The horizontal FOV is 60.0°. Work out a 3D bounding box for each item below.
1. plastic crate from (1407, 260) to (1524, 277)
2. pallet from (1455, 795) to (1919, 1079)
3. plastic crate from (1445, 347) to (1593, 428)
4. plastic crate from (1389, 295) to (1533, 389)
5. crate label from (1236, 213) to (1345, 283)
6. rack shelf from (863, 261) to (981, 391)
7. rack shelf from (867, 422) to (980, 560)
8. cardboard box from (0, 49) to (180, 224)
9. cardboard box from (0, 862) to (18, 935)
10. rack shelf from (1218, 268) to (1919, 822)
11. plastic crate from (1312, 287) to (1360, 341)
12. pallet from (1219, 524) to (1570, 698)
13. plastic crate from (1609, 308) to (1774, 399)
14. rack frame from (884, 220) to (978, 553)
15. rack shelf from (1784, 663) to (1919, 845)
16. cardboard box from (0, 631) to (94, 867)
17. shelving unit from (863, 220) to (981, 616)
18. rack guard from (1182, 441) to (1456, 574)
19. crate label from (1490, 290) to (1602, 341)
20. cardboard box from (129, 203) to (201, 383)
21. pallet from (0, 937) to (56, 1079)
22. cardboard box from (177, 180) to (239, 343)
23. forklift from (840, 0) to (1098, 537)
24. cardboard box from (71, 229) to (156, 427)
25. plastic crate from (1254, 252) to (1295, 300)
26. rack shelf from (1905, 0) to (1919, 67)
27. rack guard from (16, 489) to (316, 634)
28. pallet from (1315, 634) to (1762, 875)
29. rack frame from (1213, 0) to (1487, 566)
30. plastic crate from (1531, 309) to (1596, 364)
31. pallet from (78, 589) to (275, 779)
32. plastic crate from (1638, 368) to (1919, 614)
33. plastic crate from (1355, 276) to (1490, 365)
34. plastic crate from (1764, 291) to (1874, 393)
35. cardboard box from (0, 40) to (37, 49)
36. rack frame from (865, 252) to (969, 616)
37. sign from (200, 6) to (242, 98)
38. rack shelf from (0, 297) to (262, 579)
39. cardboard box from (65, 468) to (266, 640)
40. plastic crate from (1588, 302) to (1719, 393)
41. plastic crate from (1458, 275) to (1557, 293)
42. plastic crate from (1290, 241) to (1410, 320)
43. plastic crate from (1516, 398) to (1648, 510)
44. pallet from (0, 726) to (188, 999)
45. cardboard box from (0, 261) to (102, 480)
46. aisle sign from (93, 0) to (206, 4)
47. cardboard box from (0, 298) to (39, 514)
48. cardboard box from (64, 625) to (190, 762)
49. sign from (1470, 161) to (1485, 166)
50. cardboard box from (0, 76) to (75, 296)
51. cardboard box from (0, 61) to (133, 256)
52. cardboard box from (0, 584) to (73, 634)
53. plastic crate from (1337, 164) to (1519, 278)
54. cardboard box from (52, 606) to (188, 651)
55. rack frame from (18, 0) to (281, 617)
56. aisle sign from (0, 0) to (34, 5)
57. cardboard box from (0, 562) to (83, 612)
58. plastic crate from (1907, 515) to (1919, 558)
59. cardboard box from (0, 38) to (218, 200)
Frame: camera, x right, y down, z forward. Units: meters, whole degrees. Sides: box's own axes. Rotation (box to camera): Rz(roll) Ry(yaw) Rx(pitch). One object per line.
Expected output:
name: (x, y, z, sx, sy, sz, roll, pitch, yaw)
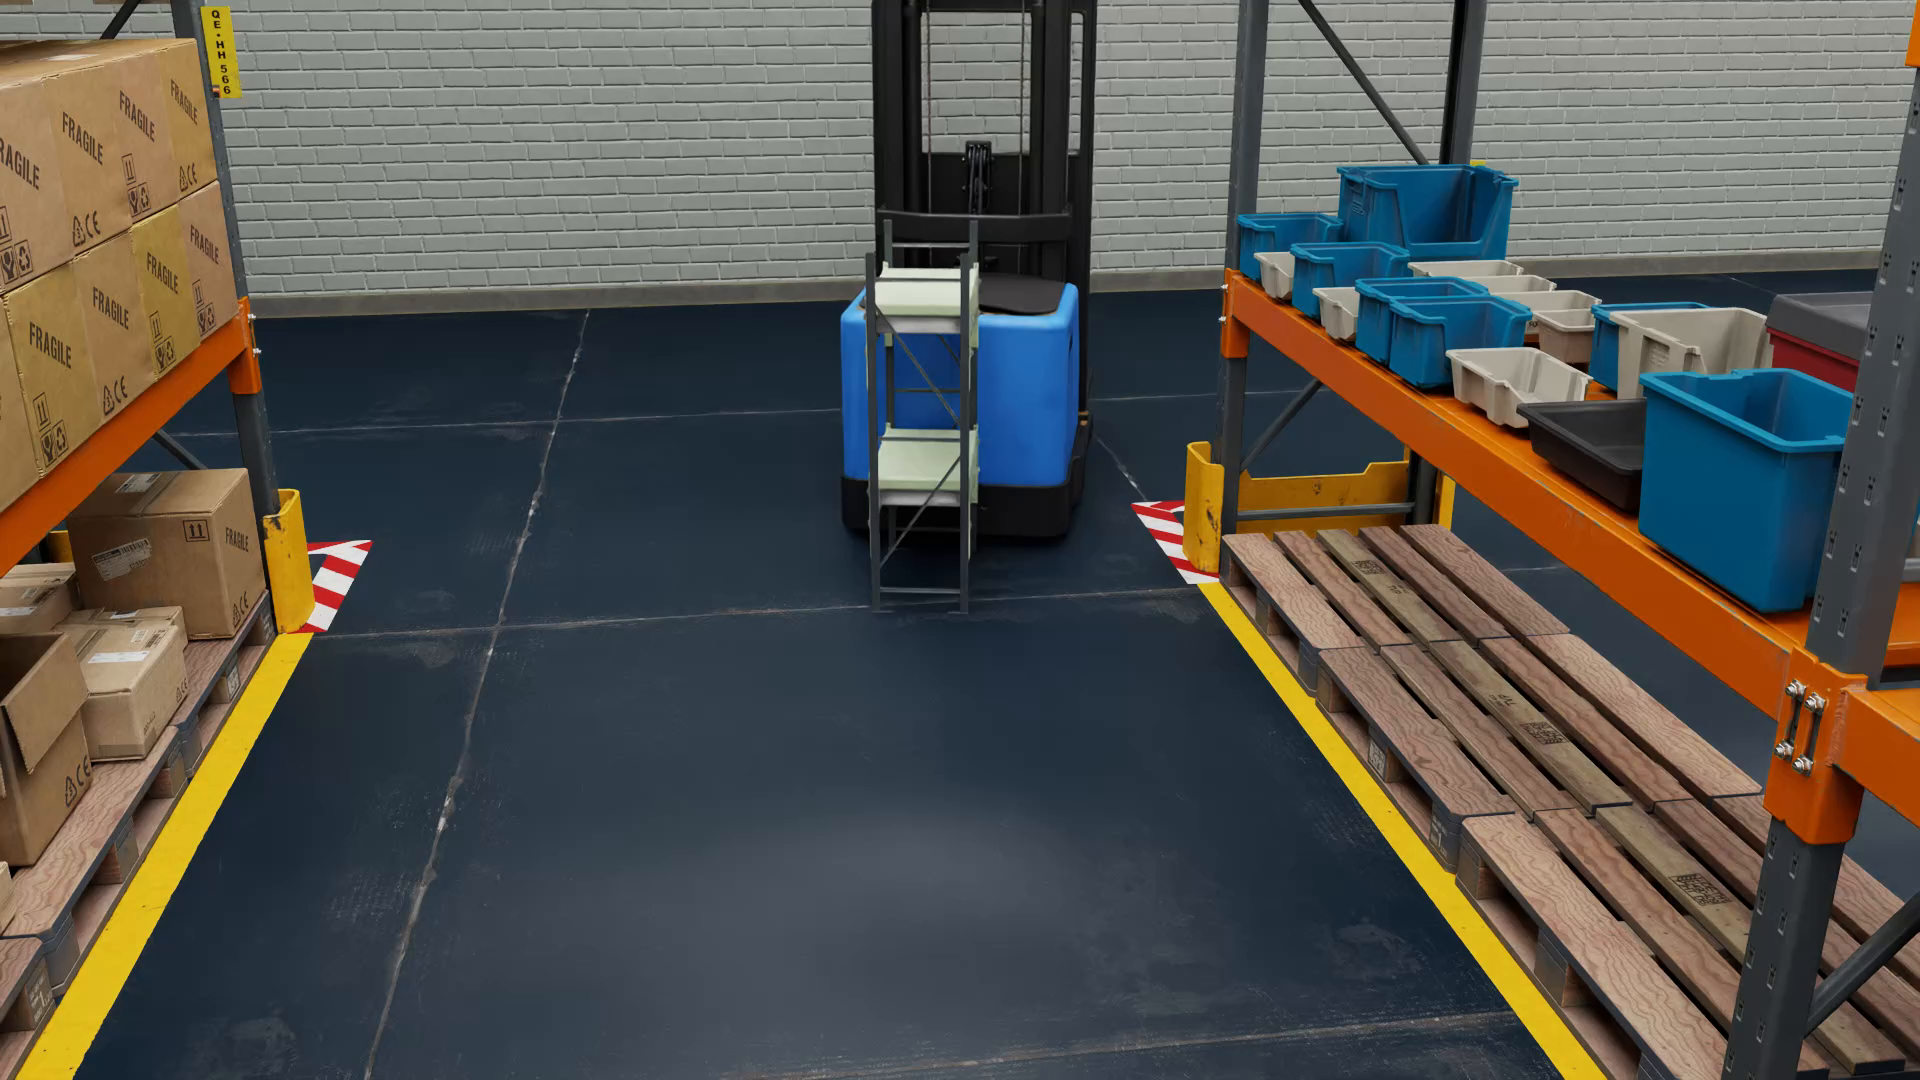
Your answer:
plastic crate: (1.921, -0.967, 6.310, 0.396, 0.136, 0.243, -3, 21, -8)
pallet: (2.056, 1.103, 4.462, 1.003, 0.211, 1.213, -3, 21, -8)
plastic crate: (1.652, -0.443, 4.907, 0.293, 0.136, 0.466, -3, 21, -8)
plastic crate: (1.567, -0.624, 5.253, 0.416, 0.233, 0.300, -3, 21, -8)
crate label: (1.334, -1.184, 6.751, 0.416, 0.233, 0.303, -3, 21, -8)
rack shelf: (-0.144, -0.891, 6.842, 0.431, 0.370, 0.720, 1, 21, 3)
rack shelf: (-0.144, -0.220, 7.092, 0.431, 0.370, 0.720, 1, 21, 3)
cardboard box: (-2.868, -1.288, 5.304, 0.500, 0.500, 0.500, -2, 21, -6)
cardboard box: (-2.682, 0.963, 4.270, 0.380, 0.166, 0.250, -3, 21, -8)
rack shelf: (1.913, -0.306, 5.278, 1.077, 0.370, 4.000, -3, 21, -8)
plastic crate: (1.396, -0.788, 5.831, 0.250, 0.136, 0.298, -3, 21, -8)
pallet: (1.705, 0.258, 6.724, 1.003, 0.211, 1.213, -3, 21, -8)
plastic crate: (2.163, -0.462, 4.749, 0.437, 0.282, 0.530, -3, 21, -8)
rack frame: (-0.124, -0.653, 7.321, 0.400, 1.500, 0.023, 1, 21, 3)
rack shelf: (2.489, 1.078, 1.570, 1.077, 0.370, 4.000, -3, 21, -8)
cardboard box: (-2.977, 0.611, 4.733, 0.797, 0.503, 0.637, -3, 21, -8)
shelving unit: (-0.144, -0.525, 6.978, 0.431, 1.500, 0.755, 1, 21, 3)
rack guard: (1.608, -0.173, 7.464, 1.175, 0.500, 0.348, -3, 21, -8)
crate label: (2.013, -0.771, 5.785, 0.396, 0.136, 0.243, -3, 21, -8)
cardboard box: (-2.866, -0.813, 5.464, 0.500, 0.500, 0.500, -3, 21, -7)
pallet: (-2.799, 1.366, 3.757, 1.003, 0.211, 1.213, -3, 21, -8)
cardboard box: (-2.944, -0.993, 5.945, 0.500, 0.500, 0.500, -2, 21, -6)
forklift: (0.146, -1.862, 8.513, 1.130, 2.935, 3.031, 2, 21, 7)
cardboard box: (-2.799, -0.640, 5.001, 0.500, 0.500, 0.500, -3, 21, -7)
plastic crate: (1.298, -1.023, 6.460, 0.250, 0.136, 0.298, -3, 21, -8)
rack shelf: (1.913, -1.712, 4.753, 1.077, 0.370, 4.000, -3, 21, -8)
rack guard: (-3.267, 0.110, 6.707, 1.175, 0.500, 0.348, -3, 21, -8)
pallet: (1.877, 0.679, 5.596, 1.003, 0.211, 1.213, -3, 21, -8)
rack frame: (1.624, -1.336, 7.006, 1.000, 3.000, 0.127, -3, 21, -8)
plastic crate: (2.074, -0.669, 5.513, 0.298, 0.136, 0.250, -3, 21, -8)
pallet: (-3.151, 0.521, 6.019, 1.003, 0.211, 1.213, -3, 21, -8)
plastic crate: (1.796, -0.116, 3.677, 0.392, 0.384, 0.575, -3, 21, -8)
plastic crate: (1.524, -0.728, 5.531, 0.416, 0.233, 0.300, -3, 21, -8)
plastic crate: (2.320, -0.331, 4.138, 0.402, 0.464, 0.583, -3, 21, -8)
cardboard box: (-3.475, -1.436, 5.701, 0.500, 0.500, 0.500, -2, 21, -6)
rack frame: (-0.164, -0.397, 6.636, 0.400, 1.500, 0.023, 1, 21, 3)
sign: (-2.726, -1.799, 6.139, 0.100, 0.325, 0.005, -3, 21, -8)
rack shelf: (-2.990, -0.058, 4.612, 1.077, 0.370, 4.000, -3, 21, -8)
cardboard box: (-2.956, 0.053, 6.230, 0.500, 0.500, 0.500, -3, 21, -8)
plastic crate: (2.174, -0.588, 5.156, 0.416, 0.233, 0.300, -3, 21, -8)
plastic crate: (1.948, -0.866, 6.039, 0.396, 0.136, 0.243, -3, 21, -8)
plastic crate: (1.429, -0.956, 6.141, 0.416, 0.233, 0.300, -3, 21, -8)
plastic crate: (1.774, -0.224, 4.337, 0.437, 0.125, 0.590, -3, 21, -8)
pallet: (-2.978, 0.943, 4.891, 1.003, 0.211, 1.213, -3, 21, -8)
cardboard box: (-2.727, -0.466, 4.534, 0.500, 0.500, 0.500, -3, 21, -9)
aisle sign: (-2.985, -2.344, 5.990, 0.394, 0.787, 0.004, -3, 21, -8)
cardboard box: (-2.652, -0.290, 4.063, 0.500, 0.500, 0.500, -3, 21, -8)
cardboard box: (-2.849, 0.501, 5.389, 0.500, 0.250, 0.500, -3, 21, -8)
sign: (2.166, -1.446, 7.067, 0.100, 0.325, 0.005, -3, 21, -8)
cardboard box: (-2.715, -0.930, 4.348, 0.500, 0.500, 0.500, -2, 21, -6)
cardboard box: (-2.789, -1.108, 4.824, 0.500, 0.500, 0.500, -2, 21, -6)
cardboard box: (-3.408, 0.370, 5.739, 0.500, 0.250, 0.500, -3, 21, -8)
plastic crate: (1.857, -1.274, 6.704, 0.616, 0.435, 0.499, -3, 21, -8)
cardboard box: (-2.986, 0.354, 5.901, 0.380, 0.166, 0.250, -3, 21, -8)
rack frame: (-3.278, -1.087, 6.340, 1.000, 3.000, 0.127, -3, 21, -8)
aisle sign: (-3.578, -2.314, 5.909, 0.394, 0.787, 0.004, -3, 21, -8)
cardboard box: (-3.558, 0.204, 6.328, 0.380, 0.149, 0.250, -3, 21, -8)
plastic crate: (2.275, -0.024, 3.784, 0.396, 0.136, 0.243, -3, 21, -8)
cardboard box: (-2.942, -1.462, 5.773, 0.500, 0.500, 0.500, -3, 21, -8)
